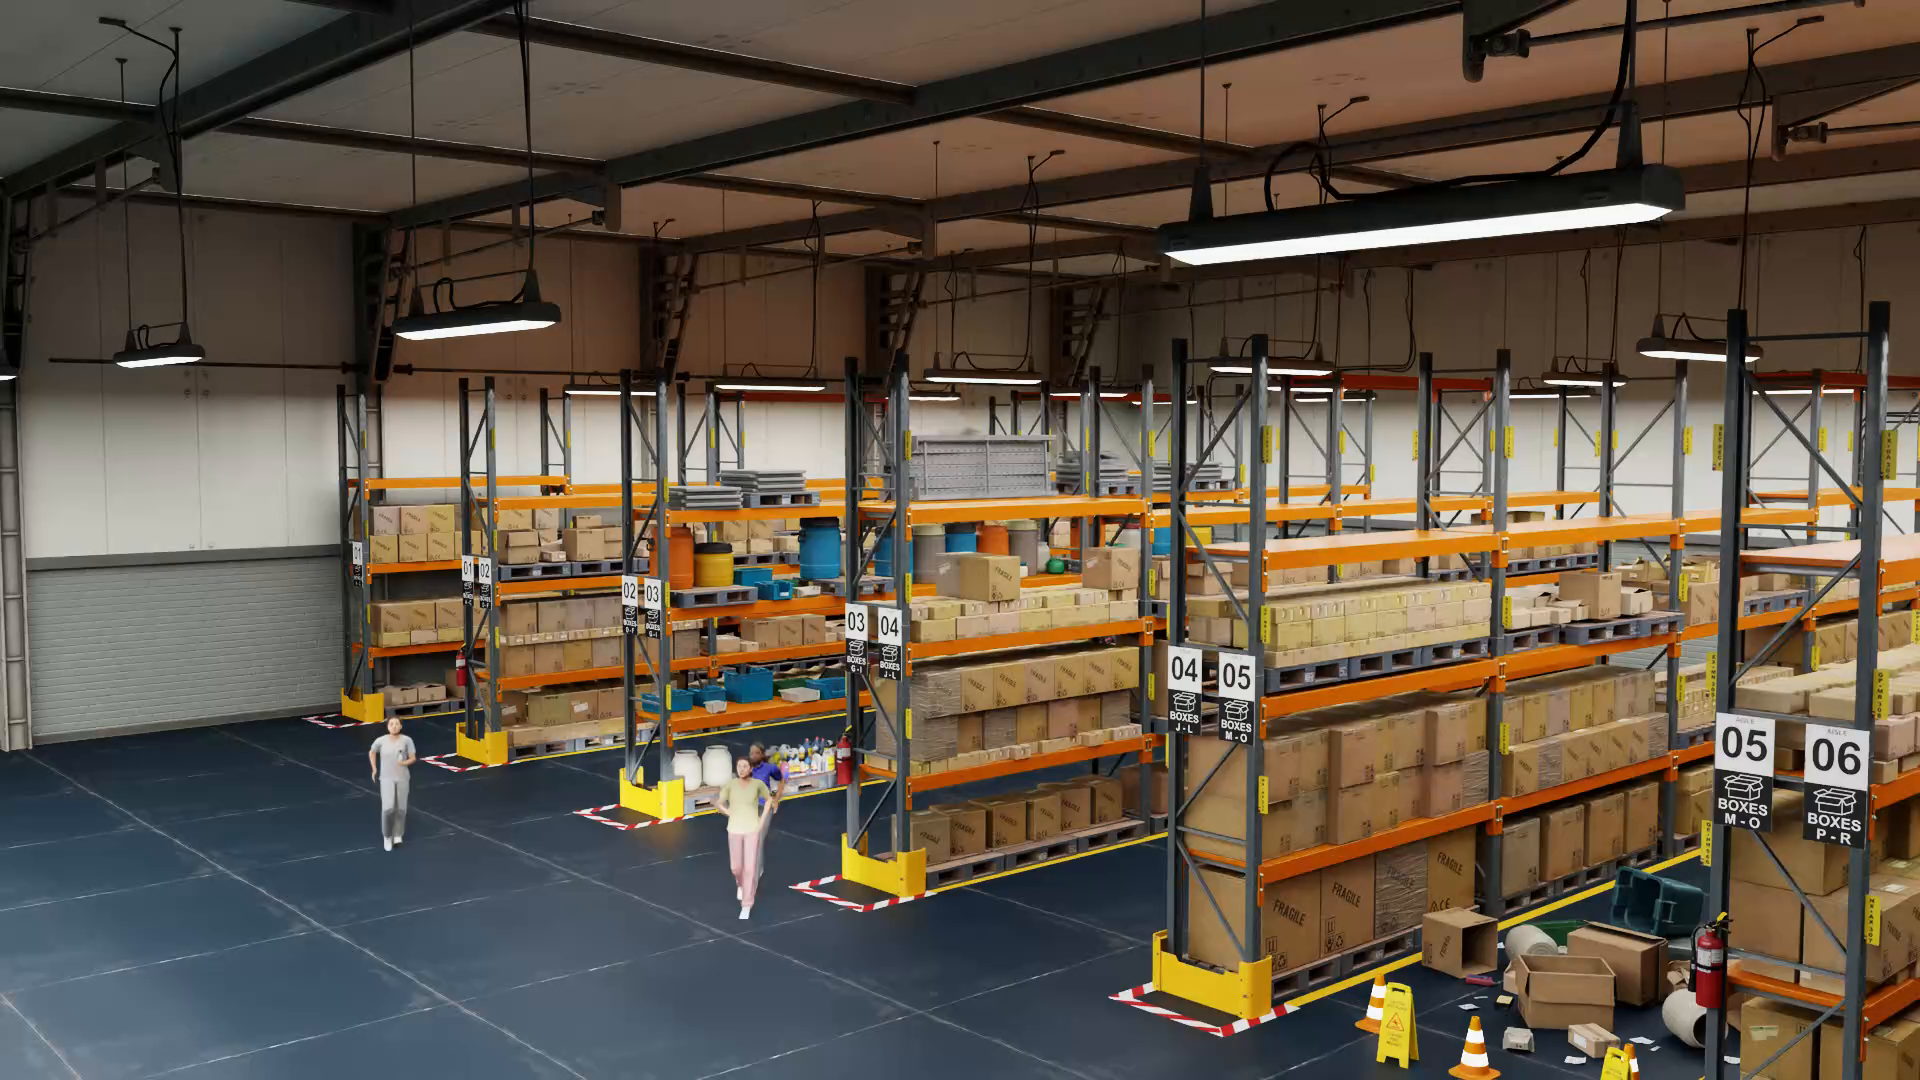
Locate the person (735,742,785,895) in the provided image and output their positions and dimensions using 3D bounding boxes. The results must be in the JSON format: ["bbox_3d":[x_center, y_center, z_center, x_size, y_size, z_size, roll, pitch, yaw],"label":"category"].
[{"bbox_3d":[-2.287,3.095,18.806,0.555,1.664,0.900,1,4,12],"label":"person"}]

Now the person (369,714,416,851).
[{"bbox_3d":[-6.976,2.983,20.486,0.535,1.671,0.685,-2,4,-23],"label":"person"}]

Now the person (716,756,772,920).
[{"bbox_3d":[-2.334,3.153,17.886,0.587,1.681,0.837,0,4,4],"label":"person"}]
